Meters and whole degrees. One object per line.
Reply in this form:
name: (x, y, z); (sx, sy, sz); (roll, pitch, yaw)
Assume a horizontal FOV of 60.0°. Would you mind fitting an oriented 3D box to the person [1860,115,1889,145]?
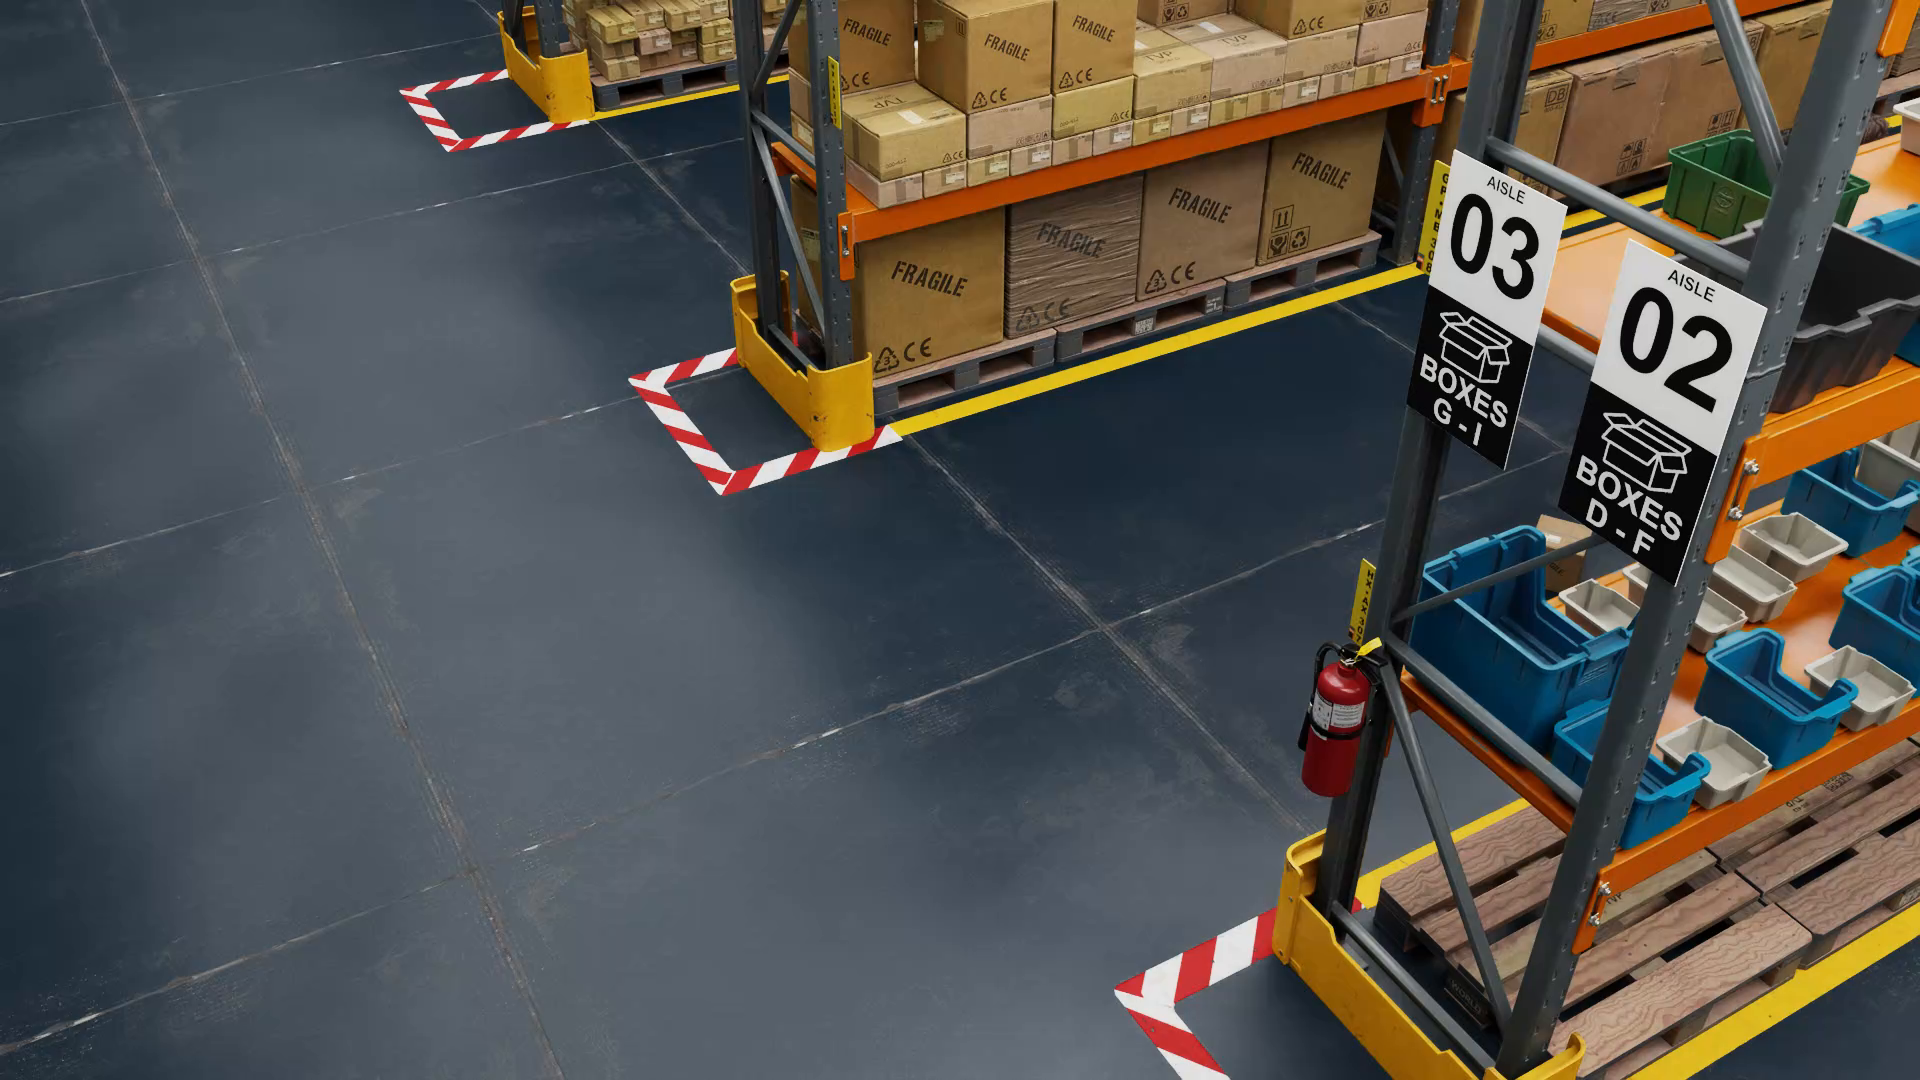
person: (4.628, -1.495, 8.906); (0.830, 1.640, 0.435); (-25, 43, -29)
